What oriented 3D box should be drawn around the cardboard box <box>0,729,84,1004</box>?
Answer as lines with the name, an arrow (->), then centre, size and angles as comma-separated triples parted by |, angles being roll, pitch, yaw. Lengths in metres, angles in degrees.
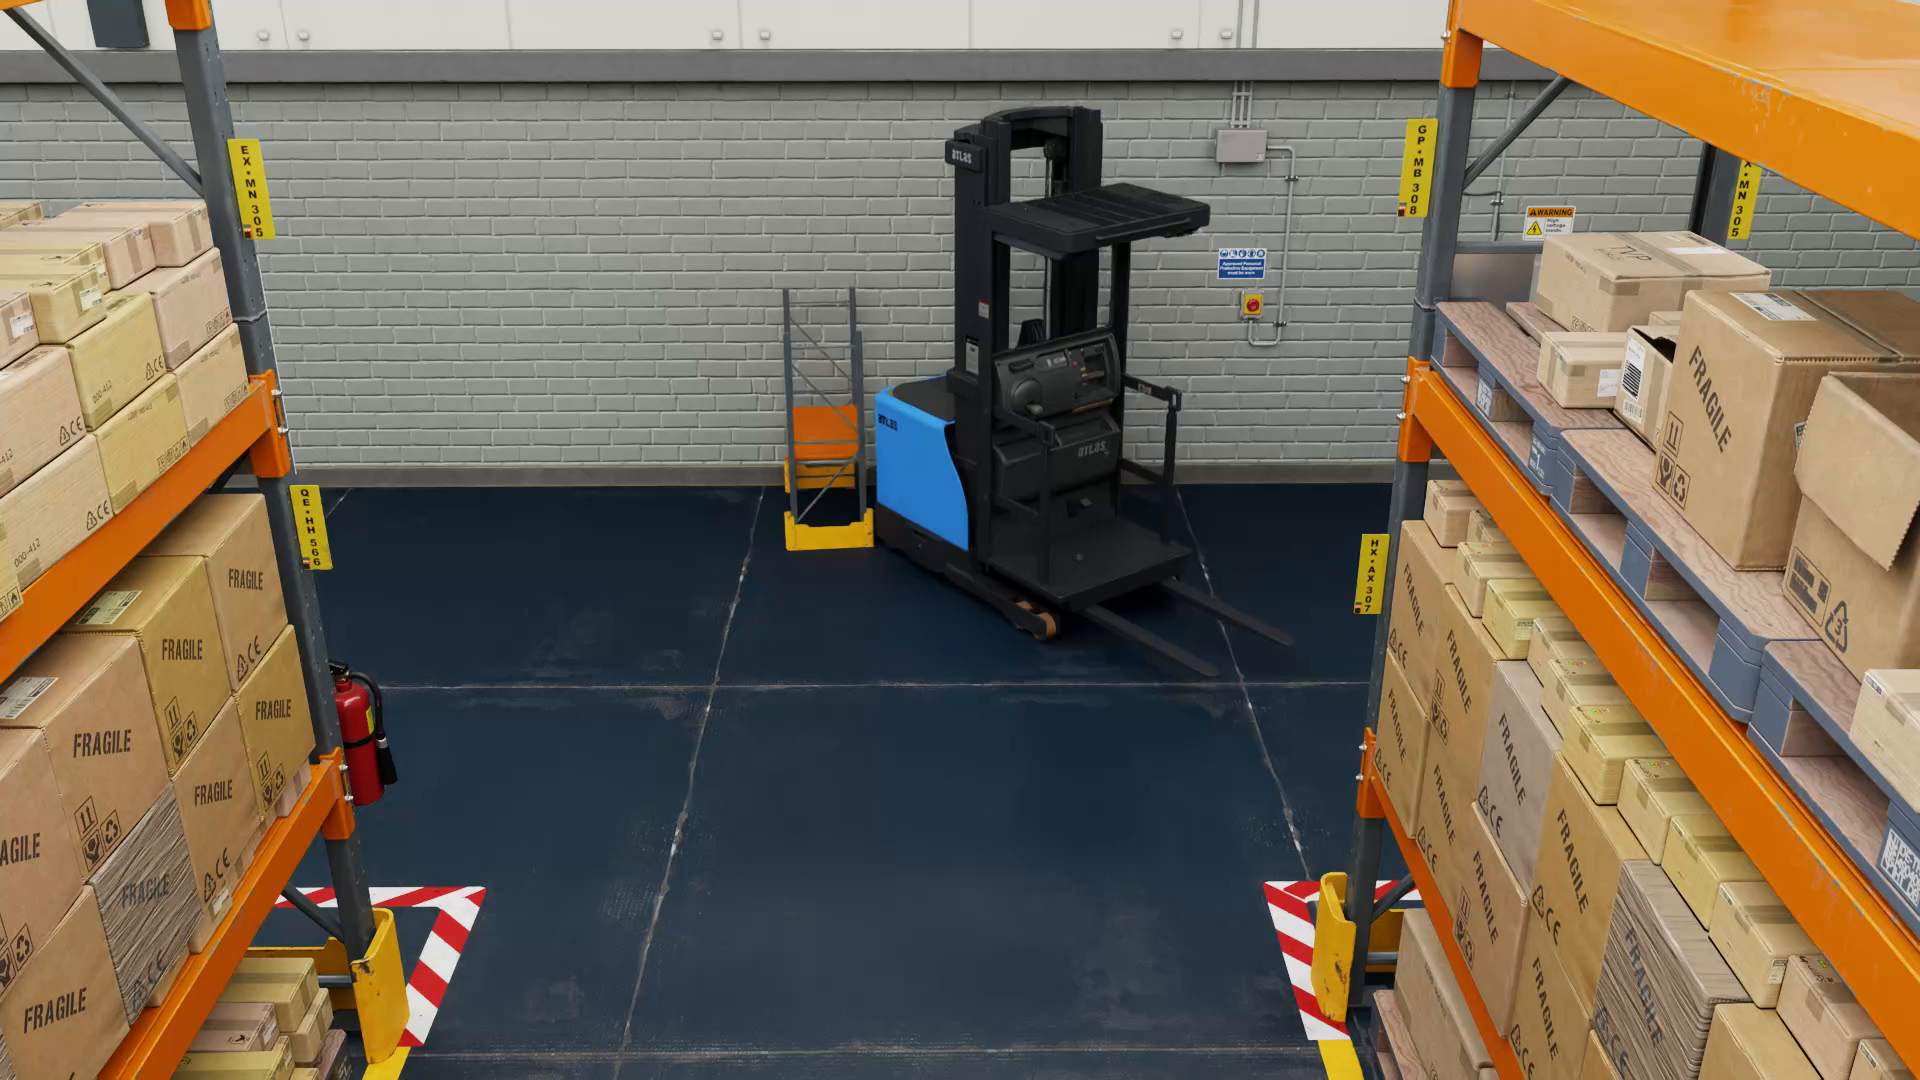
cardboard box -> -2.581, 0.814, 4.114 | 0.500, 0.500, 0.500 | -1, 24, -2

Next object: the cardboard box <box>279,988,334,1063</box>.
cardboard box -> -2.573, 1.811, 6.195 | 0.380, 0.149, 0.250 | -1, 24, -2

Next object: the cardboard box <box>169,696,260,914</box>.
cardboard box -> -2.601, 0.838, 5.275 | 0.500, 0.500, 0.500 | -1, 24, -1

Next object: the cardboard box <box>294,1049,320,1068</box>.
cardboard box -> -2.650, 1.946, 6.257 | 0.380, 0.149, 0.250 | 0, 24, 0

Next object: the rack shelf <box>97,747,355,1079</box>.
rack shelf -> -2.842, 1.774, 4.560 | 1.077, 0.370, 4.000 | 0, 24, -1

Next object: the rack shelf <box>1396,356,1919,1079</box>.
rack shelf -> 2.107, 0.344, 4.083 | 1.077, 0.370, 4.000 | 0, 24, -1

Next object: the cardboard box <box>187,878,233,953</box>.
cardboard box -> -2.569, 1.181, 5.304 | 0.380, 0.149, 0.250 | 0, 24, 1

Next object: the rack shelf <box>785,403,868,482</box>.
rack shelf -> -0.921, -0.678, 11.365 | 0.538, 0.185, 1.000 | -2, 24, -5

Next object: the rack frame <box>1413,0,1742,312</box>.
rack frame -> 2.085, -2.175, 5.139 | 1.000, 3.000, 0.127 | 0, 24, -1

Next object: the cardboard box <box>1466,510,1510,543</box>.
cardboard box -> 1.886, 0.017, 5.450 | 0.380, 0.149, 0.250 | 0, 24, 1

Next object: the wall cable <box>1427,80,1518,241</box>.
wall cable -> 3.418, -2.239, 11.327 | 0.588, 1.984, 0.122 | 0, 24, -1

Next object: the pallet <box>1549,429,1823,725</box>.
pallet -> 2.120, 0.042, 3.985 | 1.003, 0.211, 1.213 | 0, 24, -1

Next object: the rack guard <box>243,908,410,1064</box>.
rack guard -> -2.863, 1.793, 6.679 | 1.175, 0.500, 0.348 | 0, 24, -1

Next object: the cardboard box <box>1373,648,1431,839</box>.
cardboard box -> 1.803, 0.712, 5.914 | 0.500, 0.500, 0.500 | 0, 24, -1

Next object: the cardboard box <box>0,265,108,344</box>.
cardboard box -> -2.547, -0.633, 4.462 | 0.380, 0.149, 0.250 | 0, 24, 0

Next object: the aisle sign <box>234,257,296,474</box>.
aisle sign -> -2.565, -0.593, 5.767 | 0.394, 0.787, 0.004 | 0, 24, -1

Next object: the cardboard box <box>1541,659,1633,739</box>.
cardboard box -> 1.811, 0.444, 4.506 | 0.380, 0.149, 0.250 | 0, 24, 0

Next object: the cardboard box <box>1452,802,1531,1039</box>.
cardboard box -> 1.824, 1.130, 4.990 | 0.500, 0.500, 0.500 | 0, 24, -1

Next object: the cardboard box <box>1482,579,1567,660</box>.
cardboard box -> 1.795, 0.233, 4.973 | 0.380, 0.149, 0.250 | -1, 24, -2

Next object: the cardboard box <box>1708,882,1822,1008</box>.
cardboard box -> 1.860, 0.866, 3.574 | 0.380, 0.149, 0.250 | 0, 24, -1

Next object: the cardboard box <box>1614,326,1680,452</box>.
cardboard box -> 2.051, -0.387, 4.304 | 0.500, 0.311, 0.500 | 0, 24, 0

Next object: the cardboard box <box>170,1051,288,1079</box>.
cardboard box -> -2.529, 1.886, 5.668 | 0.380, 0.149, 0.250 | -1, 24, -2

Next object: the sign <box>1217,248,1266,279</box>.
sign -> 1.951, -1.913, 11.512 | 0.327, 0.218, 0.001 | 0, 24, -1

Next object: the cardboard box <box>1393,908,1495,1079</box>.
cardboard box -> 2.192, 1.806, 6.216 | 0.875, 0.438, 0.875 | -1, 24, -2

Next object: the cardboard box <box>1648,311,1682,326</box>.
cardboard box -> 2.264, -0.573, 4.911 | 0.380, 0.149, 0.250 | -2, 24, -5

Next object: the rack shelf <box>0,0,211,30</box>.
rack shelf -> -2.842, -0.957, 3.324 | 1.077, 0.370, 4.000 | 0, 24, -1

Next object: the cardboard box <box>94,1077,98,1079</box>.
cardboard box -> -2.632, 1.511, 4.575 | 0.380, 0.149, 0.250 | 0, 24, 0

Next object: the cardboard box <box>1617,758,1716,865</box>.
cardboard box -> 1.838, 0.656, 4.037 | 0.380, 0.149, 0.250 | 0, 24, -1

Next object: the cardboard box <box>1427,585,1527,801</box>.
cardboard box -> 1.818, 0.469, 5.237 | 0.500, 0.500, 0.500 | -1, 24, -2

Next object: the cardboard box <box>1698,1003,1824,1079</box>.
cardboard box -> 1.850, 1.303, 3.393 | 0.500, 0.500, 0.500 | -1, 24, -1

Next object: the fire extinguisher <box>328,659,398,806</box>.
fire extinguisher -> -2.405, 0.722, 6.560 | 0.296, 0.674, 0.183 | 0, 24, -1

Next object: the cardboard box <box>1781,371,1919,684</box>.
cardboard box -> 2.082, 0.001, 3.212 | 0.797, 0.503, 0.637 | 2, 24, 4

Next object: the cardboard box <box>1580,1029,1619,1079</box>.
cardboard box -> 1.837, 1.552, 4.057 | 0.500, 0.500, 0.500 | -1, 24, -1

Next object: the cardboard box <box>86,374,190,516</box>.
cardboard box -> -2.581, -0.279, 4.770 | 0.500, 0.250, 0.500 | 0, 24, 0

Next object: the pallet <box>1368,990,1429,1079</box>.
pallet -> 2.172, 2.158, 6.222 | 1.003, 0.211, 1.213 | 0, 24, -1

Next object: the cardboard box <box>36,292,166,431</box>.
cardboard box -> -2.598, -0.504, 4.660 | 0.500, 0.250, 0.500 | -1, 24, -2

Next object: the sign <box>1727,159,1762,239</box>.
sign -> 2.628, -1.172, 5.583 | 0.100, 0.325, 0.005 | 0, 24, -1

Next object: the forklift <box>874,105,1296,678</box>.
forklift -> 0.723, -0.964, 9.824 | 1.130, 2.935, 3.031 | -17, 30, -34

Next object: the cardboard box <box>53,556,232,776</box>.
cardboard box -> -2.605, 0.382, 5.069 | 0.500, 0.500, 0.500 | -1, 24, -2

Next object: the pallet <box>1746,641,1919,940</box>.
pallet -> 2.130, 0.543, 2.876 | 1.003, 0.211, 1.213 | 0, 24, -1

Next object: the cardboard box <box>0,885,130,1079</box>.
cardboard box -> -2.591, 1.252, 4.359 | 0.500, 0.500, 0.500 | 1, 24, 2

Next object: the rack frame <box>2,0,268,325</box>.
rack frame -> -2.864, -2.111, 4.997 | 1.000, 3.000, 0.127 | 0, 24, -1

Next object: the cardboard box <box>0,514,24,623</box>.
cardboard box -> -2.564, 0.144, 3.833 | 0.500, 0.250, 0.500 | 1, 24, 2

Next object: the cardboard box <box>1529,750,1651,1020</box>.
cardboard box -> 1.838, 0.887, 4.314 | 0.500, 0.500, 0.500 | 0, 24, 0

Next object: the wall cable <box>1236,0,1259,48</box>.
wall cable -> 1.741, -4.517, 10.318 | 0.463, 3.000, 0.029 | 0, 24, -1

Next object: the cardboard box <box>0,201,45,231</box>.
cardboard box -> -3.088, -0.951, 5.164 | 0.380, 0.149, 0.250 | 0, 24, -1

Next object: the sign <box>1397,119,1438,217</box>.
sign -> 1.530, -1.242, 5.560 | 0.100, 0.325, 0.005 | 0, 24, -1

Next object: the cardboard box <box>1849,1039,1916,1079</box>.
cardboard box -> 1.920, 1.073, 3.116 | 0.380, 0.149, 0.250 | 0, 24, 0

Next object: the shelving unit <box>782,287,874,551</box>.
shelving unit -> -0.922, -0.846, 11.299 | 0.587, 1.500, 1.083 | -2, 24, -5

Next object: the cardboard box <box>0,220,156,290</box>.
cardboard box -> -2.640, -0.848, 4.936 | 0.380, 0.149, 0.250 | 0, 24, 0

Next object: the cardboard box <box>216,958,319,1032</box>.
cardboard box -> -2.605, 1.676, 6.132 | 0.380, 0.149, 0.250 | 0, 24, 0

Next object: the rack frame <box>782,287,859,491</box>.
rack frame -> -0.971, -1.050, 11.752 | 0.500, 1.500, 0.032 | -2, 24, -5

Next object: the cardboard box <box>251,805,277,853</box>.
cardboard box -> -2.612, 0.973, 5.764 | 0.380, 0.149, 0.250 | 0, 24, -1

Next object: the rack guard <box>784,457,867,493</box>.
rack guard -> -0.971, -0.480, 12.009 | 0.587, 0.250, 0.087 | -2, 24, -5
